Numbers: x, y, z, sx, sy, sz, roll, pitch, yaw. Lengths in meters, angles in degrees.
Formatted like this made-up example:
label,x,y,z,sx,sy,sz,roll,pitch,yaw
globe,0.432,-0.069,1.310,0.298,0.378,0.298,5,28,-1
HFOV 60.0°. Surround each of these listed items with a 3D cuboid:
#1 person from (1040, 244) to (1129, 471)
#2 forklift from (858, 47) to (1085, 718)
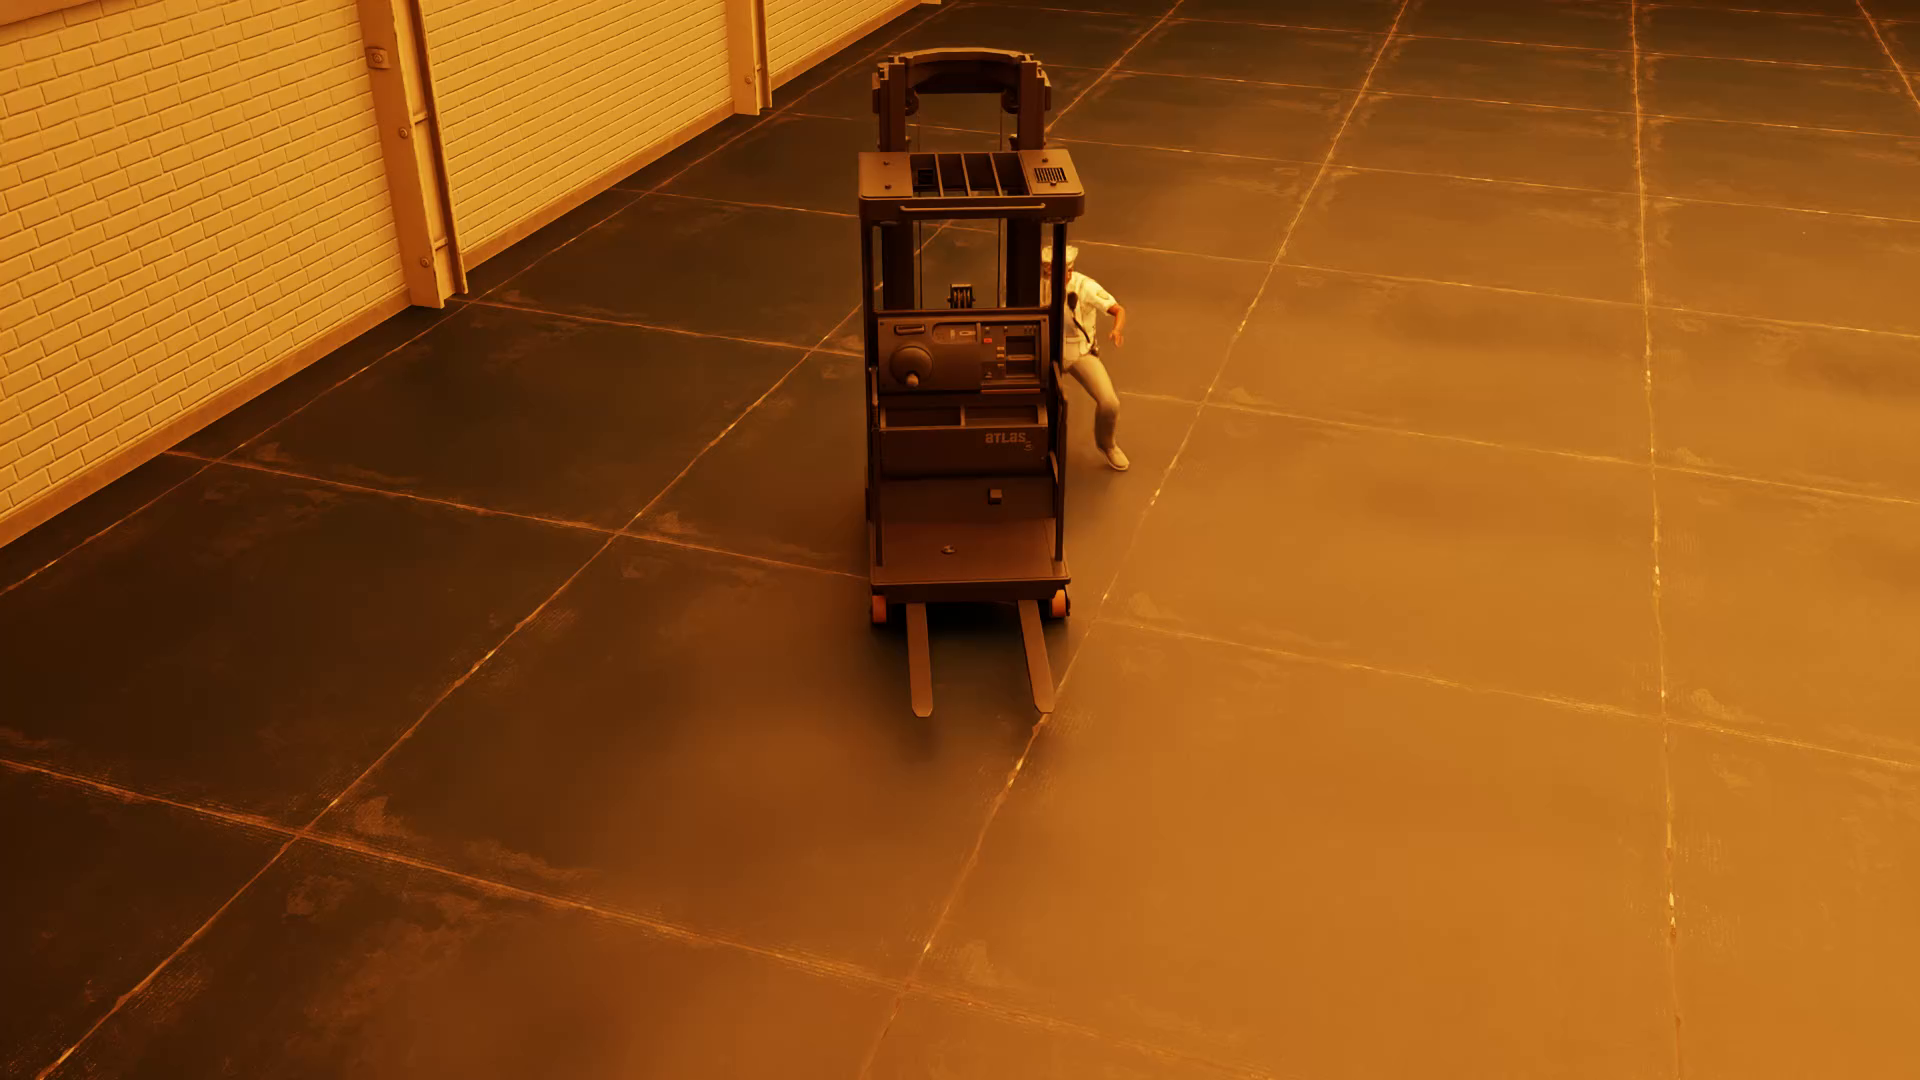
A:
label,x,y,z,sx,sy,sz,roll,pitch,yaw
person,0.629,-1.152,10.667,0.987,1.436,0.712,11,32,19
forklift,0.035,-0.972,8.842,1.130,2.935,3.031,-2,30,-3
